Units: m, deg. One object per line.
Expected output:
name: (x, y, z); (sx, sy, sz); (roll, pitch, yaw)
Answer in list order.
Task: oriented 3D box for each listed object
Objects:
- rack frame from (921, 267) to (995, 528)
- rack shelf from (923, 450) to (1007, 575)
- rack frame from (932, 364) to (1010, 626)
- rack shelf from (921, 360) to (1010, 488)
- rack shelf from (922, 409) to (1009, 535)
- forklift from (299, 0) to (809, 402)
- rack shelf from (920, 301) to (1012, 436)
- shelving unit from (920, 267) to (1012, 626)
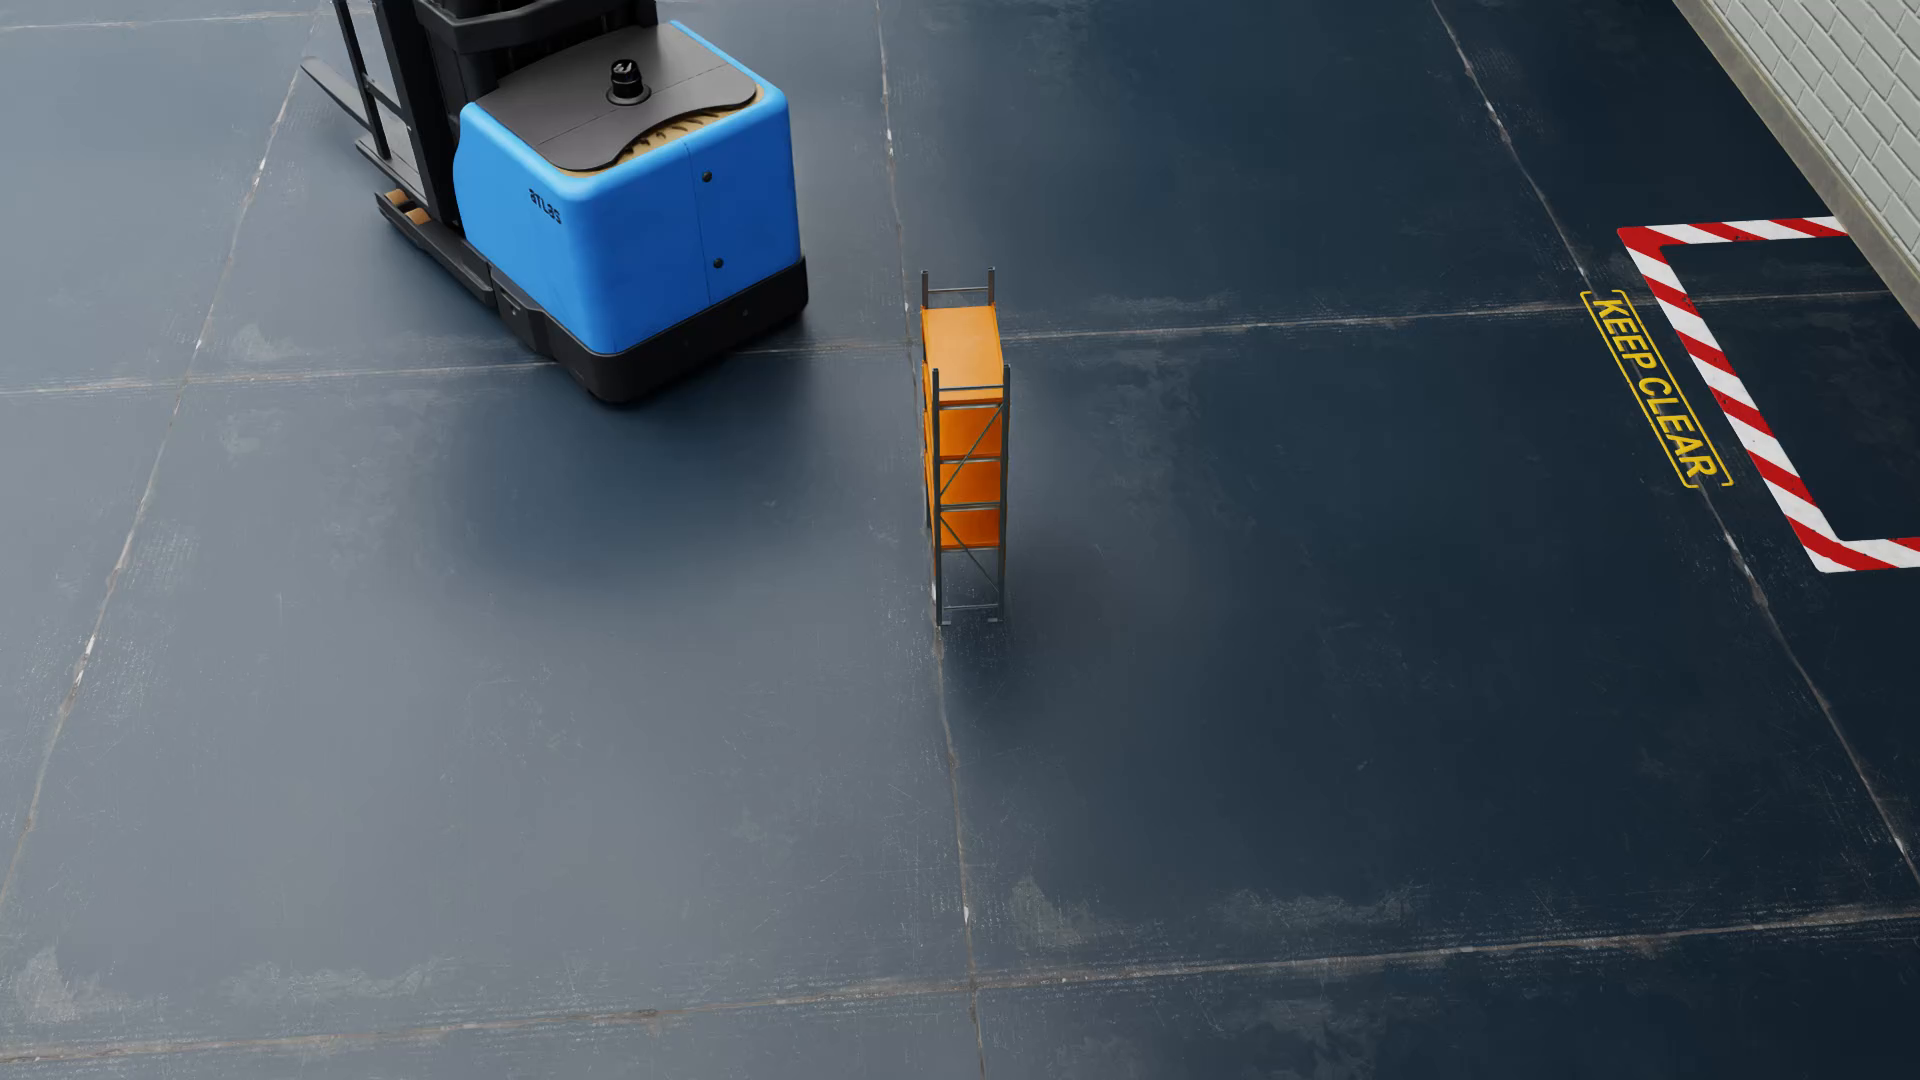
rack frame: (-0.007, -0.469, 5.868); (0.240, 1.200, 0.015); (-3, 47, -3)
rack shelf: (0.014, -0.110, 5.894); (0.258, 0.148, 0.480); (-3, 47, -3)
rack frame: (0.034, -0.116, 5.534); (0.240, 1.200, 0.015); (-3, 47, -3)
rack shelf: (0.014, -0.400, 5.587); (0.258, 0.148, 0.480); (-3, 47, -3)
rack shelf: (0.014, -0.247, 5.750); (0.258, 0.148, 0.480); (-3, 47, -3)
forklift: (-2.000, -2.554, 6.651); (1.130, 2.935, 3.031); (-33, 55, -27)
rack shelf: (0.014, -0.563, 5.416); (0.258, 0.148, 0.480); (-3, 47, -3)
shelving unit: (0.014, -0.293, 5.701); (0.258, 1.200, 0.503); (-3, 47, -3)
